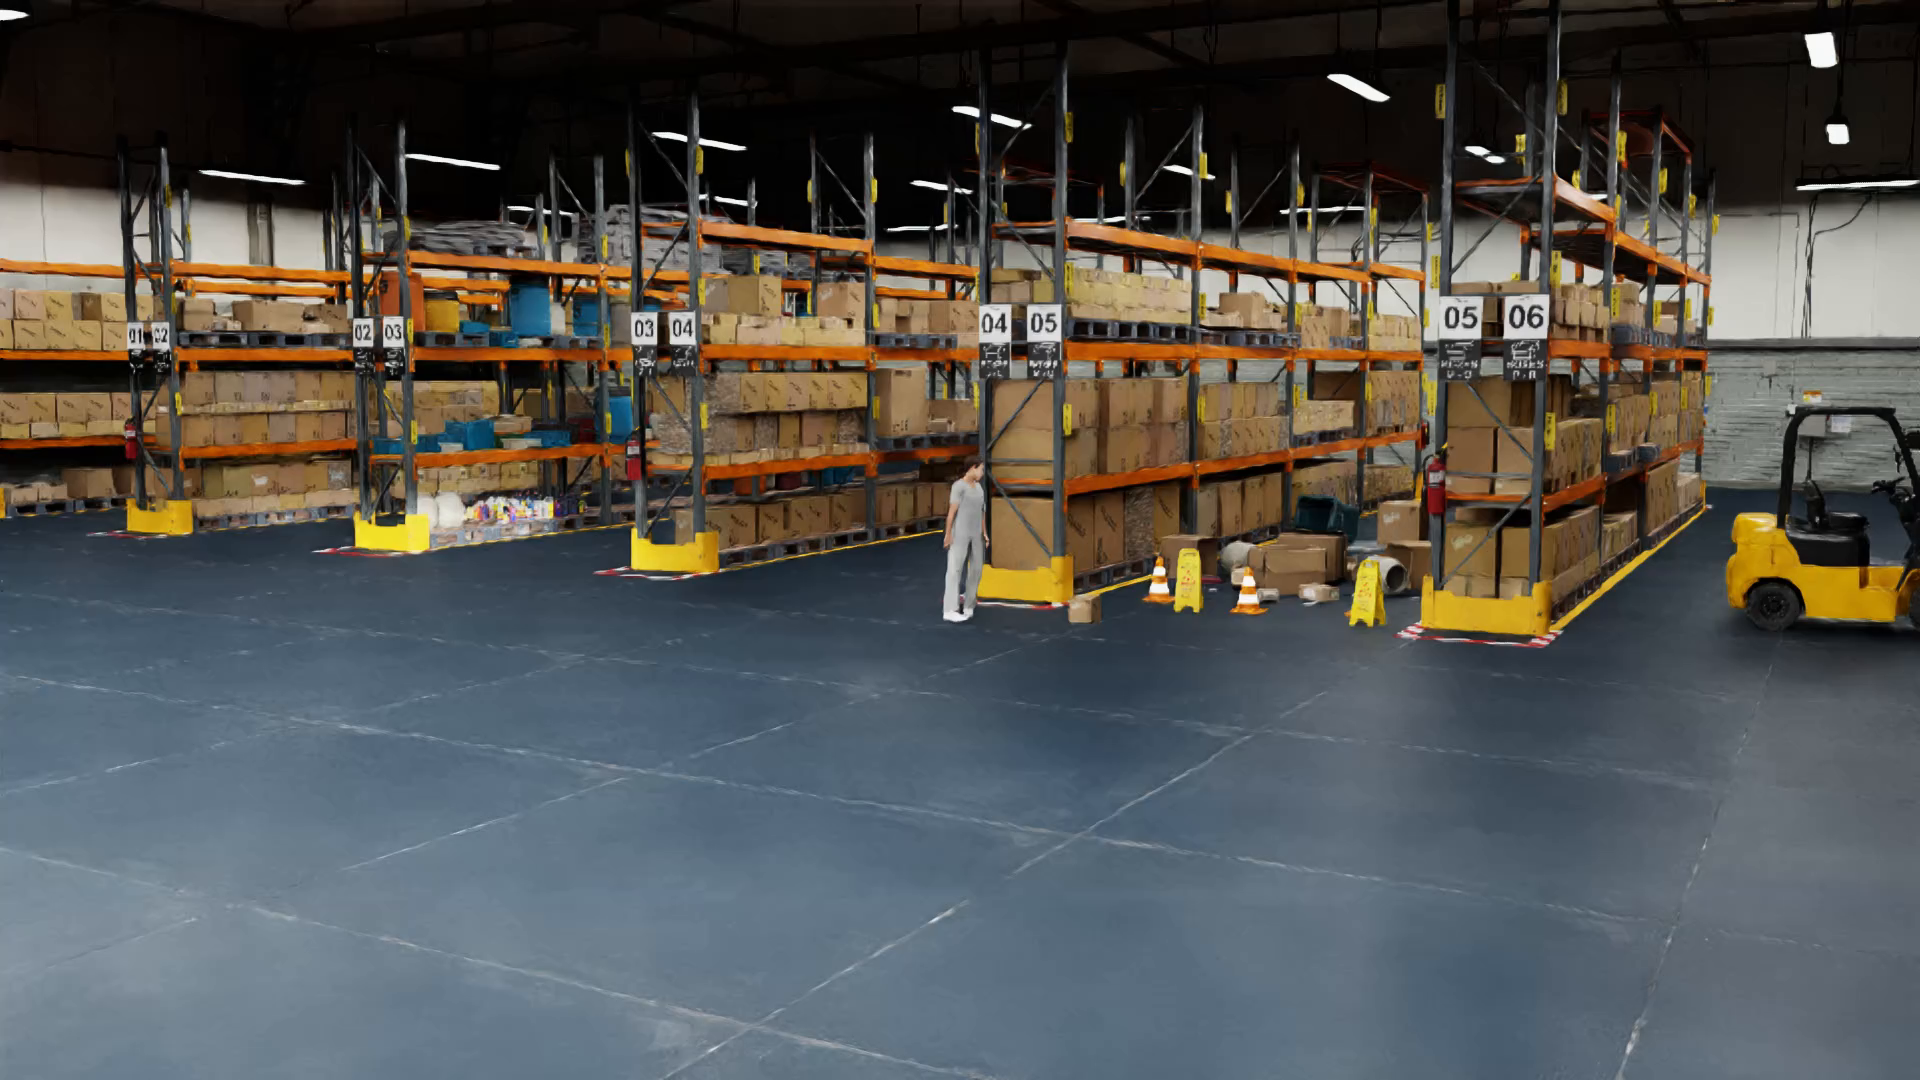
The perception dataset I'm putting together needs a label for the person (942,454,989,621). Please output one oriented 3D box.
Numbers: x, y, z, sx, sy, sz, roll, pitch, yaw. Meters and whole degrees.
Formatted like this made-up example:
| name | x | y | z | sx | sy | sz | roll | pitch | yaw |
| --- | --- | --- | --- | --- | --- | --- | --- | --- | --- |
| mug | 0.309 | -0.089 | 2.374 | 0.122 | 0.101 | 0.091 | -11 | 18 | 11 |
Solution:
| name | x | y | z | sx | sy | sz | roll | pitch | yaw |
| --- | --- | --- | --- | --- | --- | --- | --- | --- | --- |
| person | 0.058 | -0.033 | 16.745 | 0.595 | 1.656 | 0.519 | -5 | 8 | -39 |
